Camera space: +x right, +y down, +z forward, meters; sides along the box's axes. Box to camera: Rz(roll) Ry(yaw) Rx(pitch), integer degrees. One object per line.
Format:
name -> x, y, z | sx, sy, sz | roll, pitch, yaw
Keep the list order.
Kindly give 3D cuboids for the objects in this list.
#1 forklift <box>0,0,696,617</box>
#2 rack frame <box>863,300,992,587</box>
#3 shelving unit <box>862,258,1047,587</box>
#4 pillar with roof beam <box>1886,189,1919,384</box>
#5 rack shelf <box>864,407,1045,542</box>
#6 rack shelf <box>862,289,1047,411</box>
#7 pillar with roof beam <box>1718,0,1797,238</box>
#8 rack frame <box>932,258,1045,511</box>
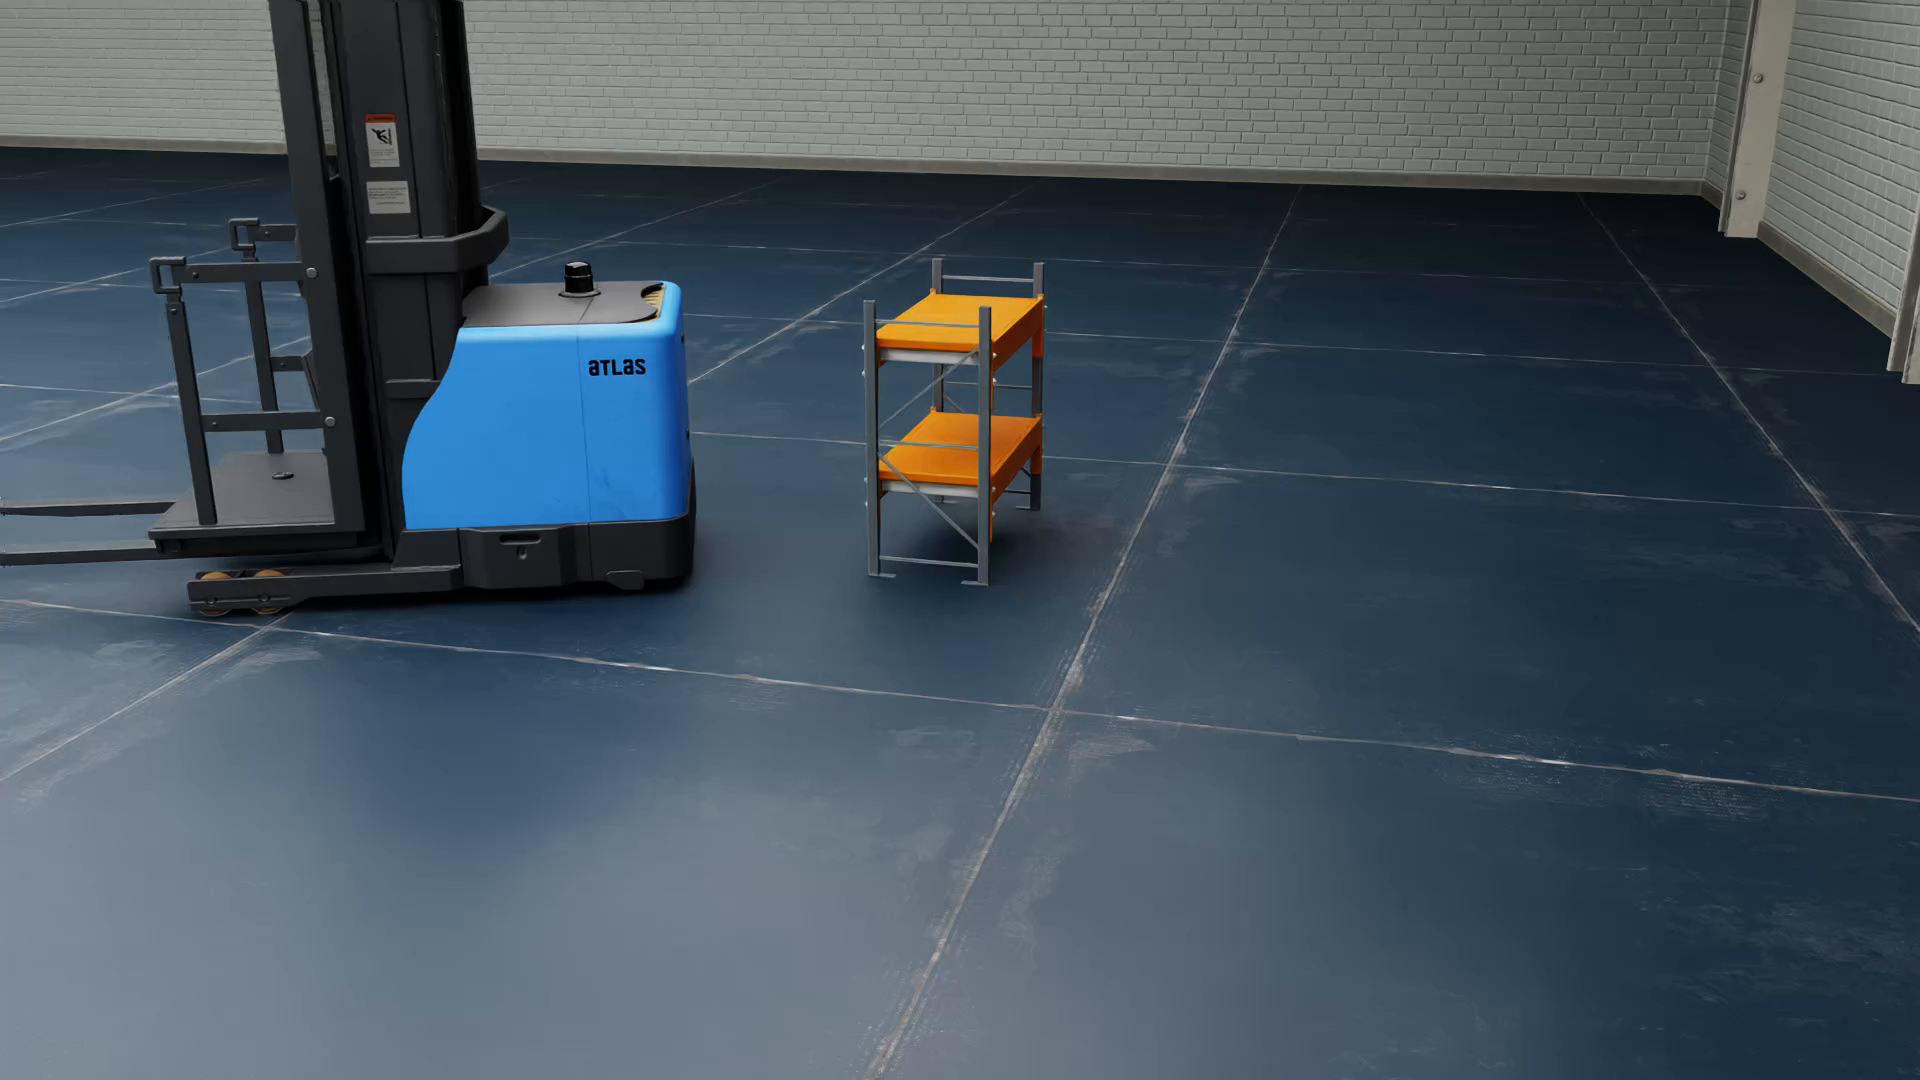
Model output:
forklift -> -2.625, -1.276, 6.389 | 3.031, 2.935, 1.130 | -2, 19, -7
rack frame -> -0.126, -0.371, 6.533 | 0.500, 1.125, 0.032 | 5, 19, 13
shelving unit -> -0.002, -0.530, 7.000 | 0.538, 1.125, 1.048 | 5, 19, 13
pillar with roof beam -> 1.657, -5.583, 9.611 | 9.100, 9.000, 0.400 | 5, 19, 13
rack shelf -> -0.002, -0.299, 7.079 | 0.538, 0.278, 1.000 | 5, 19, 13
rack shelf -> -0.002, -0.807, 6.905 | 0.538, 0.278, 1.000 | 5, 19, 13
pillar with roof beam -> 3.123, -7.464, 15.117 | 9.100, 9.000, 0.400 | 5, 19, 13
rack frame -> 0.123, -0.690, 7.466 | 0.500, 1.125, 0.032 | 5, 19, 13
